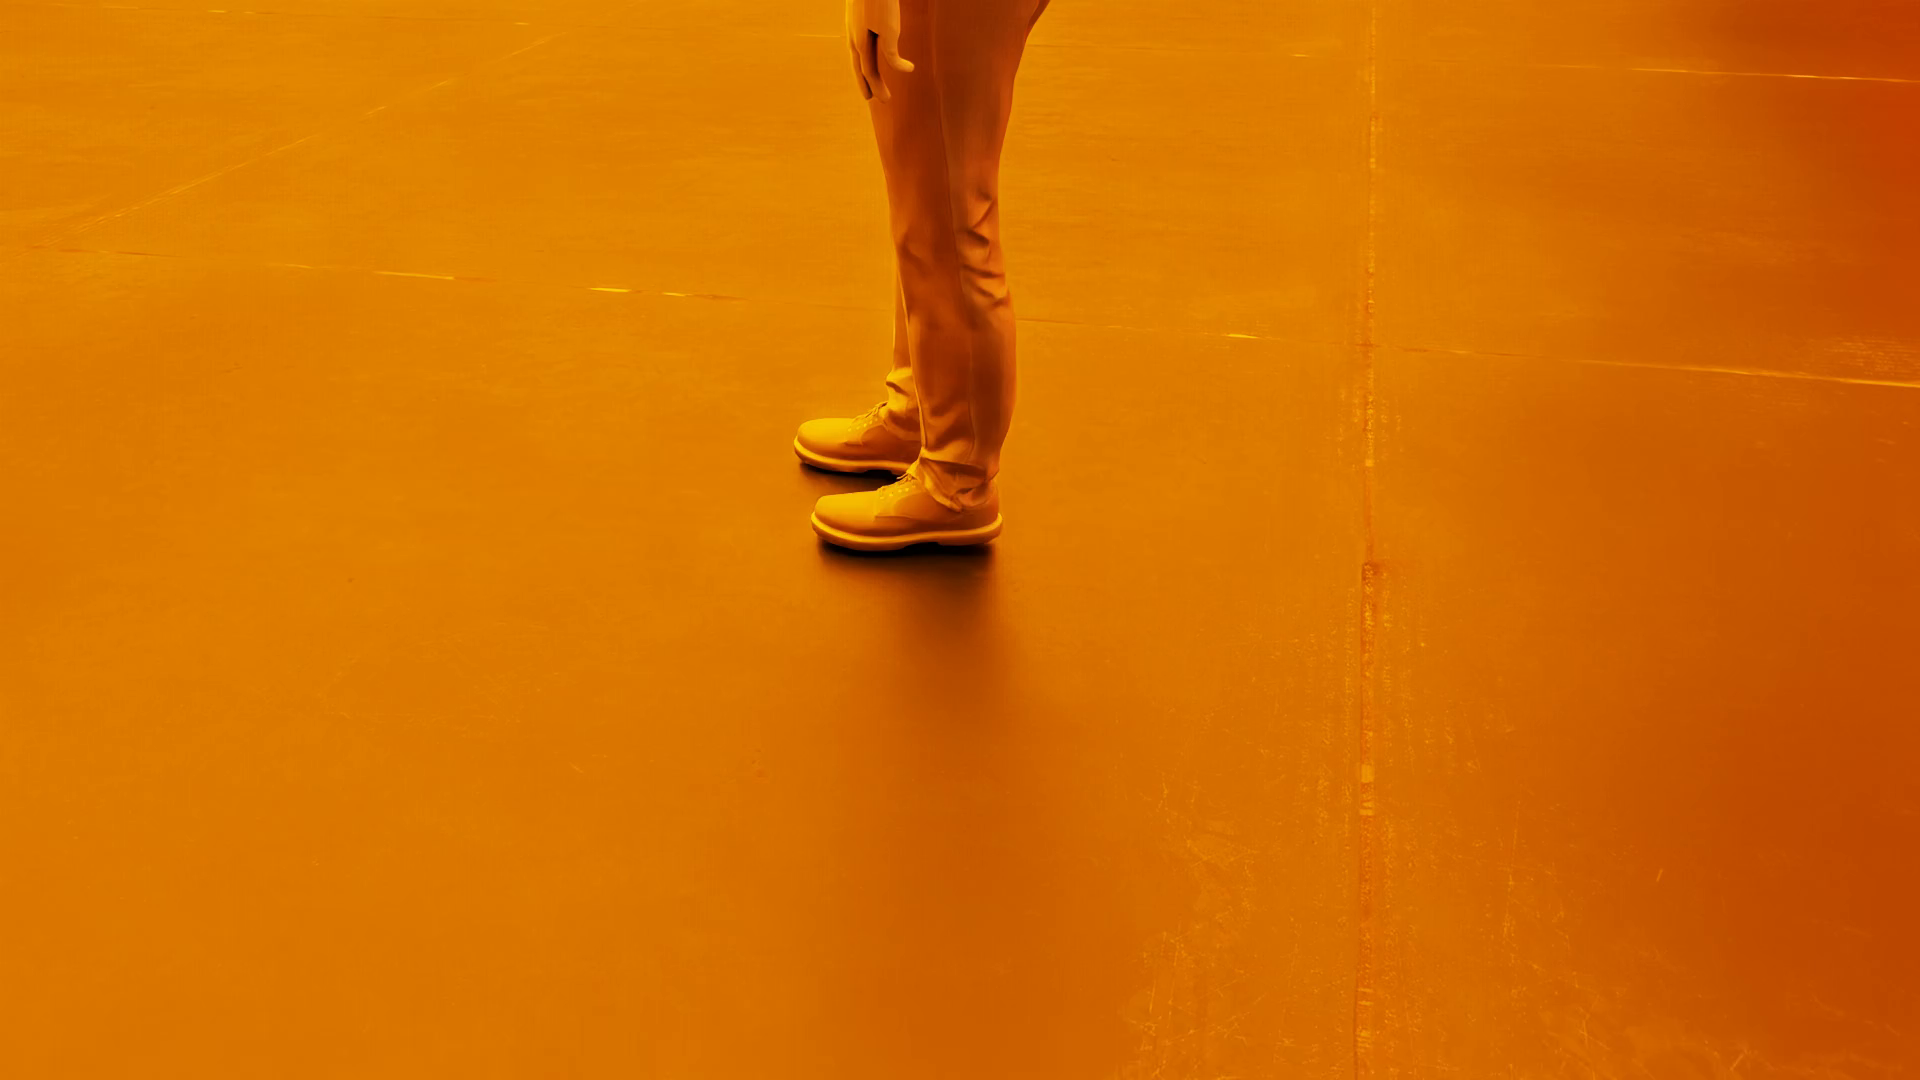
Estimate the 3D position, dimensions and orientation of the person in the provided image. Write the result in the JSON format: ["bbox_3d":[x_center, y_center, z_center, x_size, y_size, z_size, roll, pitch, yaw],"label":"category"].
[{"bbox_3d":[-0.066,-0.773,2.135,0.530,1.694,0.586,6,27,11],"label":"person"}]
